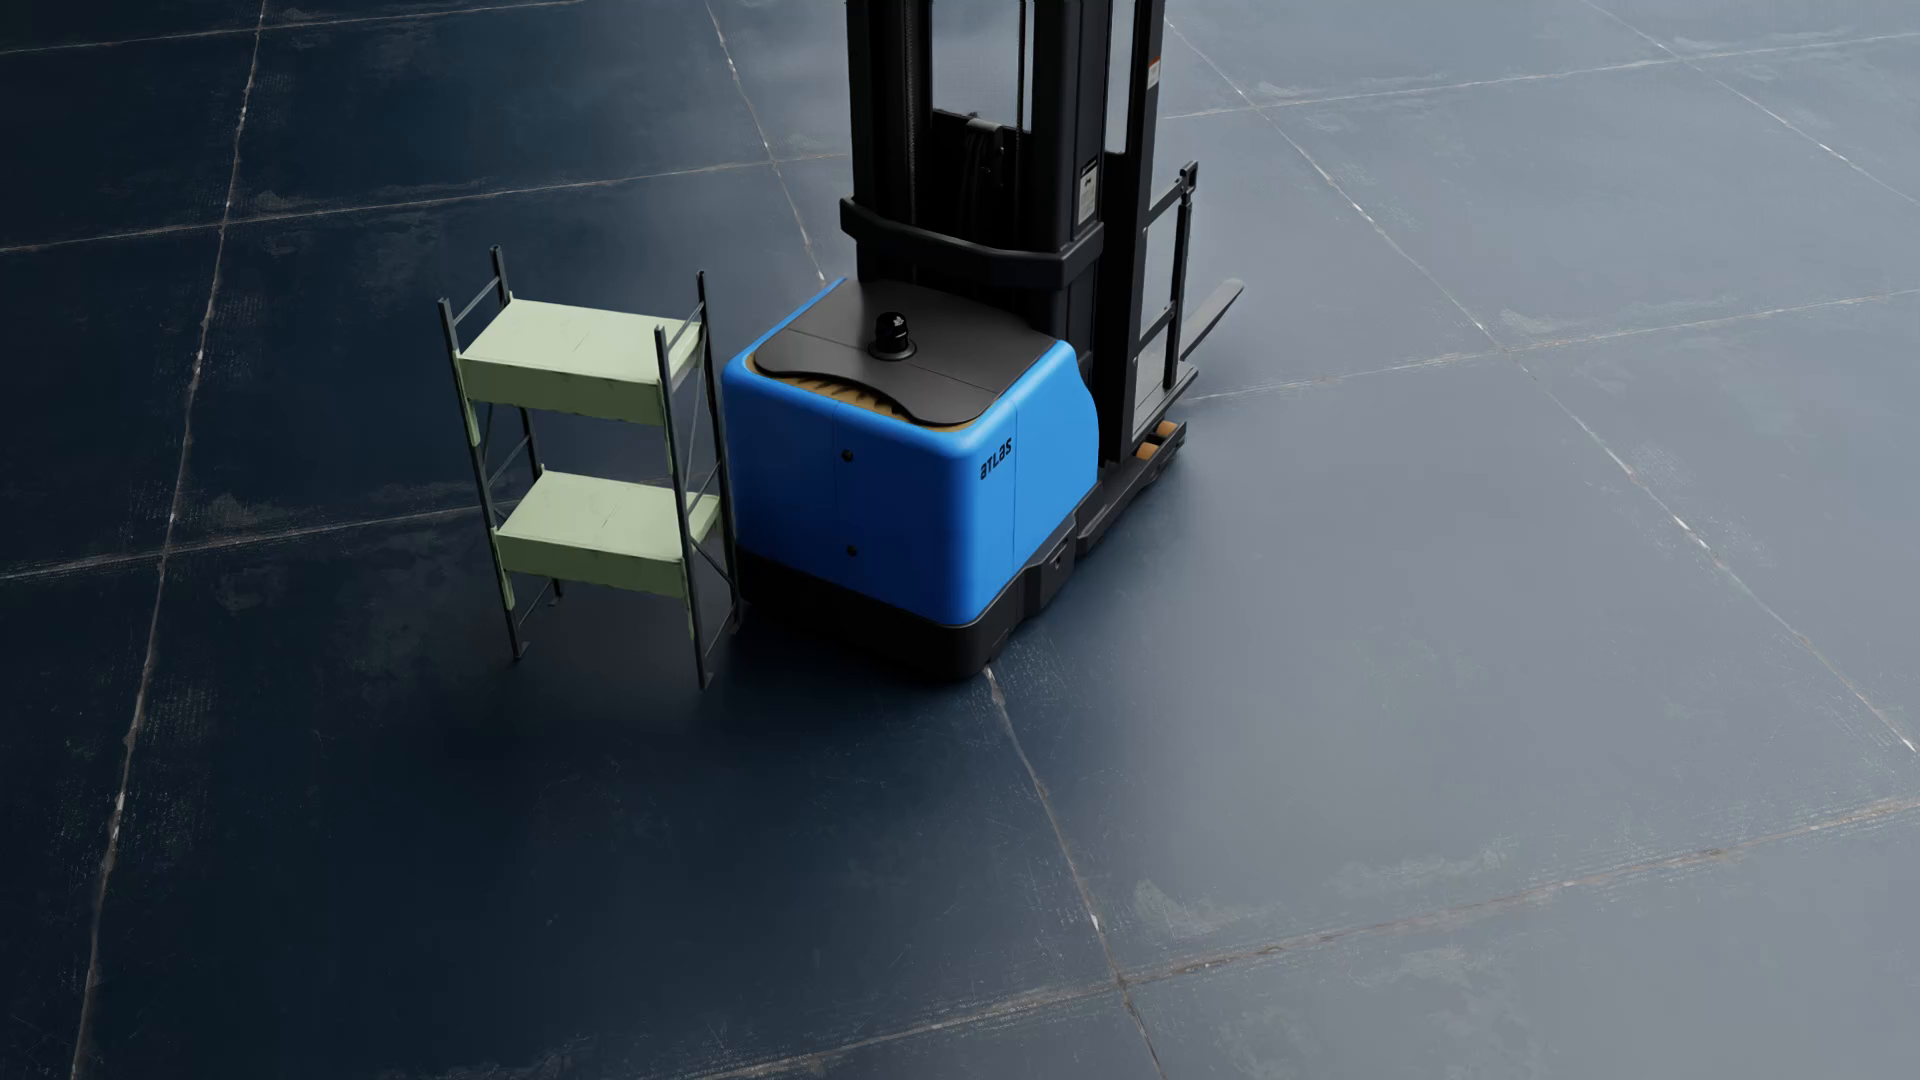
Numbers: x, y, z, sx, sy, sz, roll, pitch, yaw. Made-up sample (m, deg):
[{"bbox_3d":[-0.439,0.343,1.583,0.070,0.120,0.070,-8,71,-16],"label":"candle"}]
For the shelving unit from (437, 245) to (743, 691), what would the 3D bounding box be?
[{"bbox_3d":[-1.242,-0.221,5.805,0.755,1.500,0.431,8,38,11],"label":"shelving unit"}]

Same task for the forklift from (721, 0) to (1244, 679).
[{"bbox_3d":[0.322,-1.539,6.350,1.130,2.935,3.031,19,41,23],"label":"forklift"}]

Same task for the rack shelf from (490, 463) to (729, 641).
[{"bbox_3d":[-1.242,0.038,6.003,0.720,0.370,0.431,8,38,11],"label":"rack shelf"}]

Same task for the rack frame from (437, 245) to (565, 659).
[{"bbox_3d":[-1.598,-0.274,5.874,0.023,1.500,0.400,8,38,11],"label":"rack frame"}]

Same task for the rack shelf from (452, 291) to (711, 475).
[{"bbox_3d":[-1.242,-0.531,5.568,0.720,0.370,0.431,8,38,11],"label":"rack shelf"}]

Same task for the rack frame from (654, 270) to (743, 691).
[{"bbox_3d":[-0.887,-0.168,5.736,0.023,1.500,0.400,8,38,11],"label":"rack frame"}]
